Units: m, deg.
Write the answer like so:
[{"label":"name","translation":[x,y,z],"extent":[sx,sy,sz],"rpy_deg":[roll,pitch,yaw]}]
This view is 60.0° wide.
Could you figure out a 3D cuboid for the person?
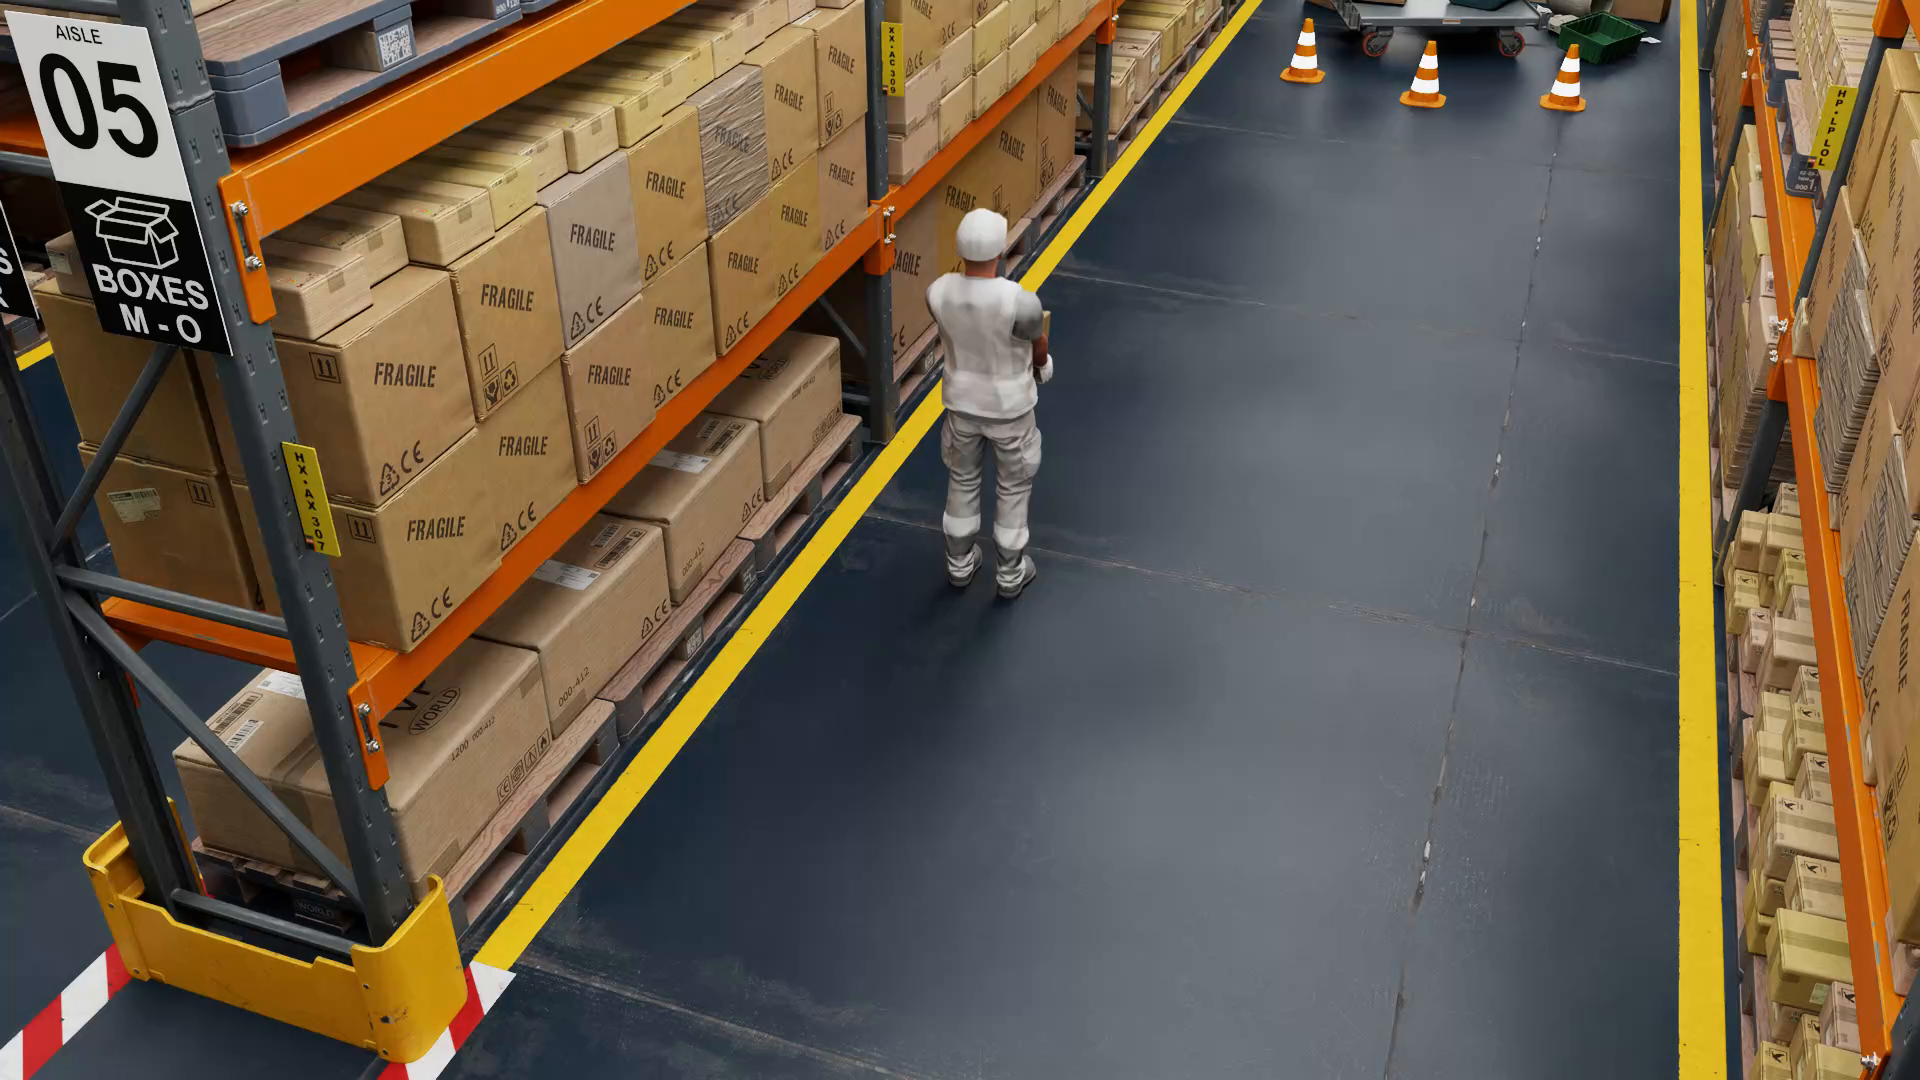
[{"label":"person","translation":[0.145,-0.615,7.071],"extent":[0.494,1.783,0.559],"rpy_deg":[12,35,17]}]
